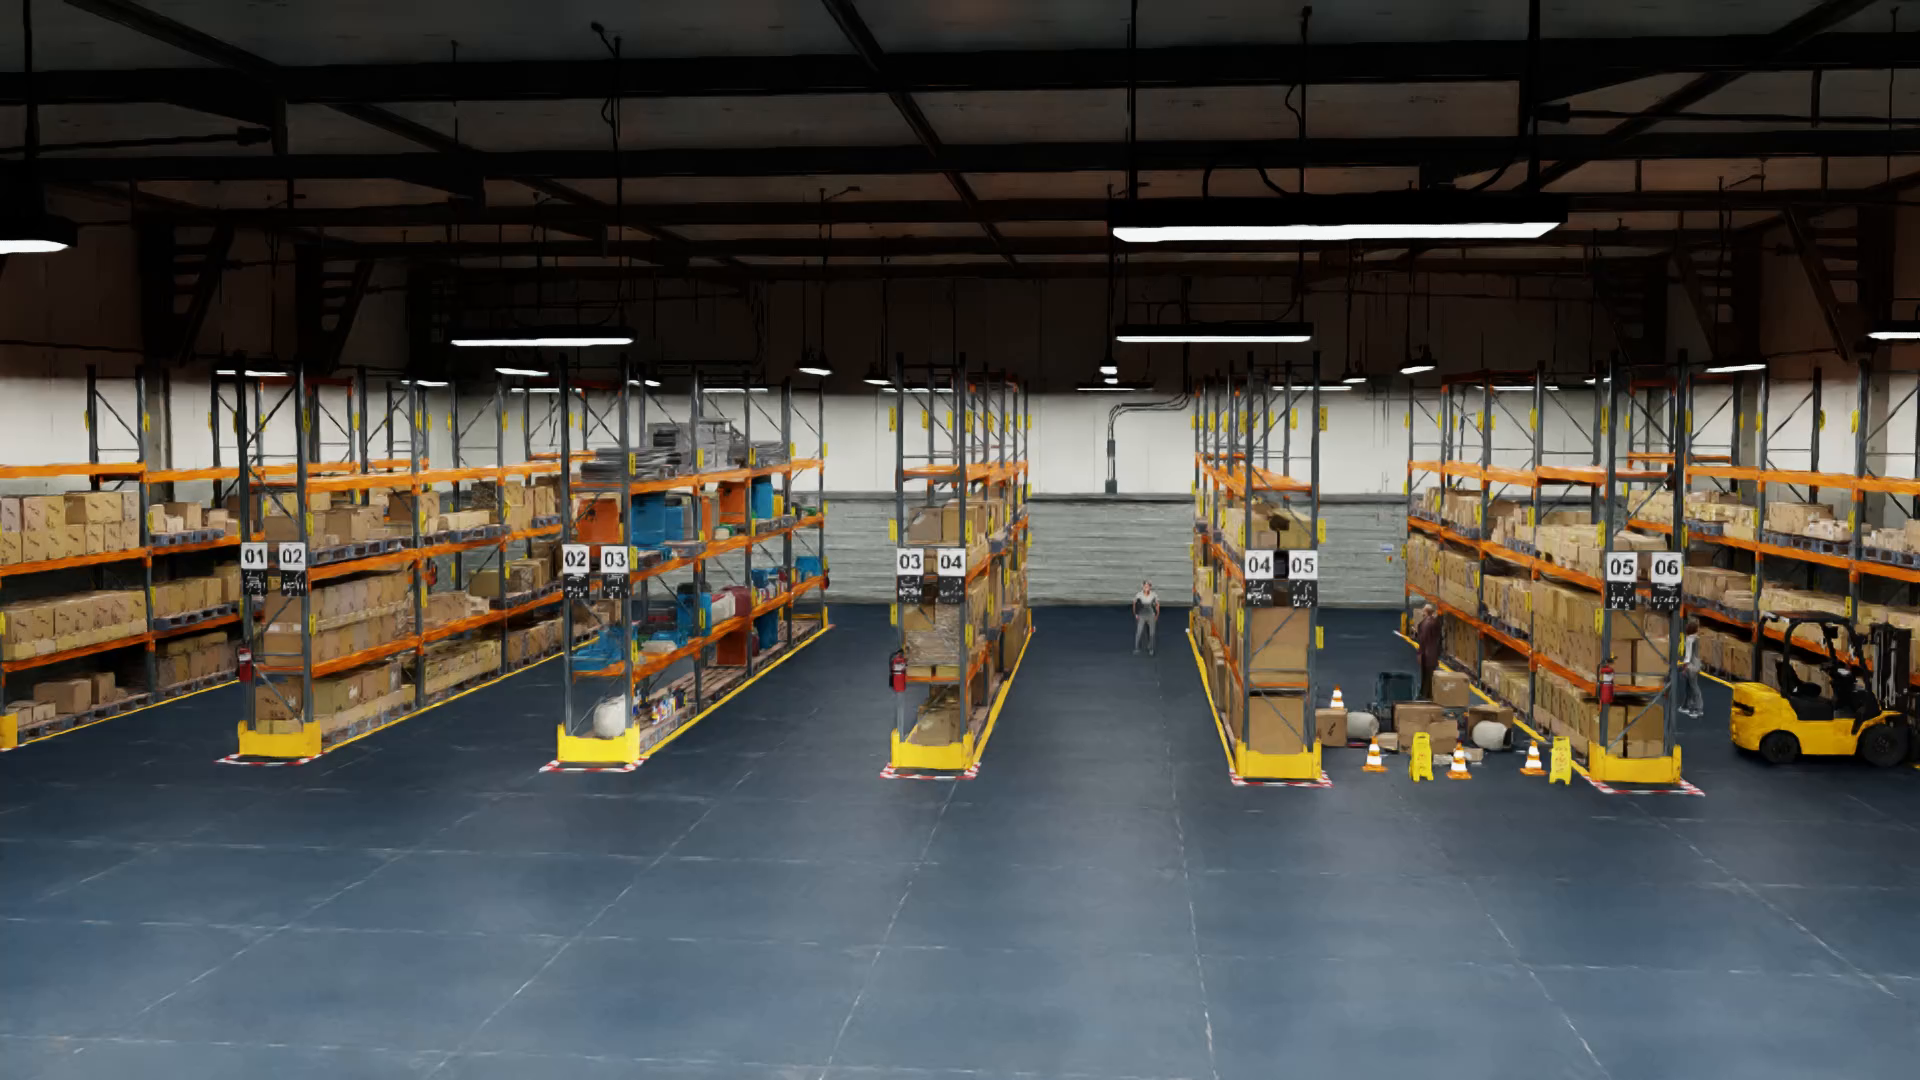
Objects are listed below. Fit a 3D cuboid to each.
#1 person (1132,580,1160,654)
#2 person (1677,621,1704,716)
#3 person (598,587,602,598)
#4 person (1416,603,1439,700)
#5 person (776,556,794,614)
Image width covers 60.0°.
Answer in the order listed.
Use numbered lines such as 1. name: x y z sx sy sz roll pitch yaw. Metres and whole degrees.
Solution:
1. person: 3.997 1.661 35.750 0.580 1.618 0.507 0 4 4
2. person: 12.443 2.178 28.355 0.527 1.592 0.522 3 5 35
3. person: -9.595 1.014 44.919 0.519 1.608 0.942 -1 4 -18
4. person: 8.260 2.002 29.483 0.638 1.773 0.667 2 5 31
5. person: -4.497 1.181 42.266 0.652 1.651 0.493 -3 5 -38
